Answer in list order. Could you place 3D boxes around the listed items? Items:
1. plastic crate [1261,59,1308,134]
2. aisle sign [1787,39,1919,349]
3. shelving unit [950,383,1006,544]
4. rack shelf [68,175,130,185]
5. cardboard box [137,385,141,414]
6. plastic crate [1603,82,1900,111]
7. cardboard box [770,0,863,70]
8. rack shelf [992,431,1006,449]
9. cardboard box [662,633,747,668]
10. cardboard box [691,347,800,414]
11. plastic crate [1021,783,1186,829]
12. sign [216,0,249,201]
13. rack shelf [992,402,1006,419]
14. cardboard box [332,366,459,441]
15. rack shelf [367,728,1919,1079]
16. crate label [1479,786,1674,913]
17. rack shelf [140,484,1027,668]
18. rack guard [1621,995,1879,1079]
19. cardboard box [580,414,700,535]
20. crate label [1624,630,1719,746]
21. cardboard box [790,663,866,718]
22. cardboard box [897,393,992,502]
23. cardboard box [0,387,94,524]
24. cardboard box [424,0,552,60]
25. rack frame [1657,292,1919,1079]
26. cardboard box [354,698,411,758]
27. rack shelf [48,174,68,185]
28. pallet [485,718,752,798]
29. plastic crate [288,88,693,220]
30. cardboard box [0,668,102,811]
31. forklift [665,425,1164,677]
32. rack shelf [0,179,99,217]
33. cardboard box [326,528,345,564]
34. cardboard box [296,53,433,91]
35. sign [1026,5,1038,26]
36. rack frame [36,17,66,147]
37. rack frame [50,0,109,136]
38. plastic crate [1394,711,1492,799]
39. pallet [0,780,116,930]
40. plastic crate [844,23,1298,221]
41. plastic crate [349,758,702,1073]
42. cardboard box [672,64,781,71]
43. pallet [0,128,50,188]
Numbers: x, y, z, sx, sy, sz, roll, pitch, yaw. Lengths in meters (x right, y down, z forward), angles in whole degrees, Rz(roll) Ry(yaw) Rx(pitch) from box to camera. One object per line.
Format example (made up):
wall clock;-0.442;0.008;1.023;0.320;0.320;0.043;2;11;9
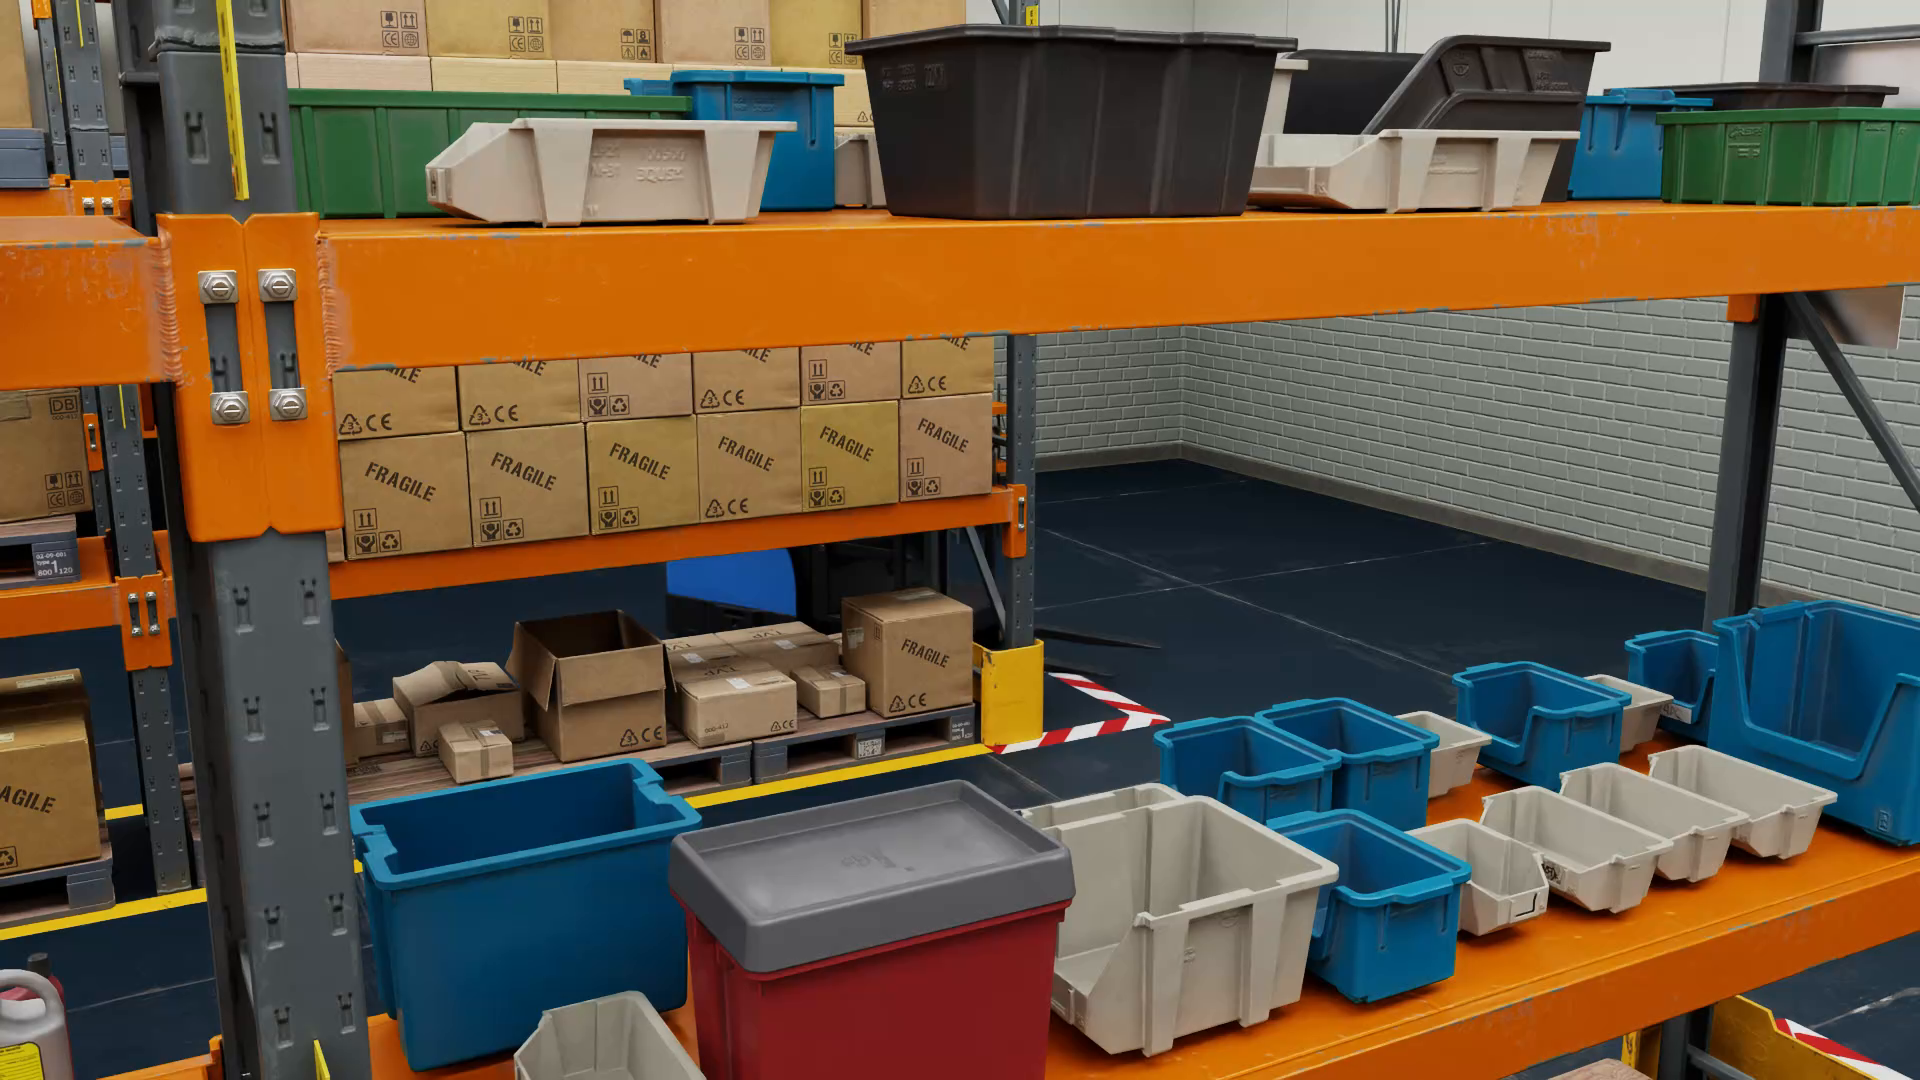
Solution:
plastic crate;0.365;-0.825;3.379;0.530;0.282;0.437;-7;14;-28
aisle sign;2.379;-0.926;4.470;0.004;0.787;0.394;-7;14;-28
shelving unit;0.145;-0.603;13.055;0.503;1.200;0.258;-7;14;-28
rack shelf;-4.044;-2.404;11.766;4.000;0.370;1.077;-7;14;-28
cardboard box;-5.316;-1.281;11.288;0.700;0.700;0.980;-7;14;-27
plastic crate;1.987;-1.006;4.211;0.590;0.269;0.497;-7;14;-28
cardboard box;-0.835;-2.454;7.845;0.500;0.500;0.700;-7;14;-28
rack shelf;0.145;-0.755;13.020;0.480;0.148;0.258;-7;14;-28
cardboard box;-1.403;0.687;8.486;0.500;0.250;0.500;-7;14;-28
cardboard box;-1.067;-0.876;7.663;0.500;0.500;0.500;-6;14;-26
plastic crate;0.332;0.686;3.691;0.466;0.136;0.293;-7;14;-28
sign;-0.791;-0.533;1.795;0.005;0.325;0.100;-7;14;-28
rack shelf;0.145;-0.986;12.969;0.480;0.148;0.258;-7;14;-28
cardboard box;-2.422;-0.713;6.941;0.500;0.500;0.500;-7;15;-30
rack shelf;0.703;0.969;3.611;4.000;0.370;1.077;-7;14;-28
crate label;1.335;0.689;3.679;0.243;0.136;0.396;-7;14;-28
rack shelf;-1.668;0.014;7.855;4.000;0.370;1.077;-7;14;-28
rack guard;2.473;1.622;4.764;0.348;0.500;1.175;-7;14;-28
cardboard box;-1.511;-0.337;7.548;0.500;0.500;0.500;-7;14;-29
crate label;2.084;0.422;4.646;0.303;0.233;0.416;-7;14;-28
cardboard box;-0.670;0.750;8.396;0.250;0.166;0.380;-7;14;-28
cardboard box;-0.175;-0.497;8.257;0.500;0.500;0.500;-6;14;-26
cardboard box;-3.946;-0.374;6.754;0.700;0.500;0.500;11;17;41
cardboard box;-2.072;-2.264;7.002;0.500;0.500;0.700;-7;14;-28
rack frame;2.458;0.407;4.467;0.127;3.000;1.000;-7;14;-28
cardboard box;-2.758;0.884;7.842;0.250;0.149;0.380;-7;14;-28
rack shelf;-7.555;-1.983;9.896;4.000;0.370;1.077;-7;14;-28
pallet;-1.748;1.032;8.042;1.213;0.211;1.003;-7;14;-28
plastic crate;-0.826;-0.635;2.748;0.662;0.188;0.450;-7;14;-28
cardboard box;-3.964;0.882;7.050;0.500;0.500;0.500;-8;15;-30
forklift;-0.302;-0.725;9.653;3.031;2.935;1.130;8;15;31
rack shelf;-5.178;-1.029;5.656;4.000;0.370;1.077;-7;14;-28
cardboard box;-2.845;-0.177;6.835;0.500;0.500;0.500;-6;14;-26
cardboard box;-2.439;-1.817;6.723;0.500;0.250;0.500;-7;14;-28
sign;0.336;-2.334;7.800;0.005;0.325;0.100;-7;14;-28
rack frame;-5.800;-4.008;10.422;0.127;3.000;1.000;-7;14;-28
rack frame;-3.423;-3.054;6.182;0.127;3.000;1.000;-7;14;-28
plastic crate;1.167;0.558;4.260;0.298;0.136;0.250;-7;14;-28
pallet;-4.119;1.326;6.735;1.213;0.211;1.003;-7;14;-28
plastic crate;0.169;-0.649;2.628;0.590;0.269;0.497;-7;14;-28
plastic crate;-0.807;0.692;3.103;0.575;0.384;0.392;-7;14;-28
cardboard box;-1.120;-1.974;7.420;0.500;0.250;0.500;-7;14;-28
pallet;-4.029;-1.443;6.288;1.003;0.211;1.213;-7;14;-28
